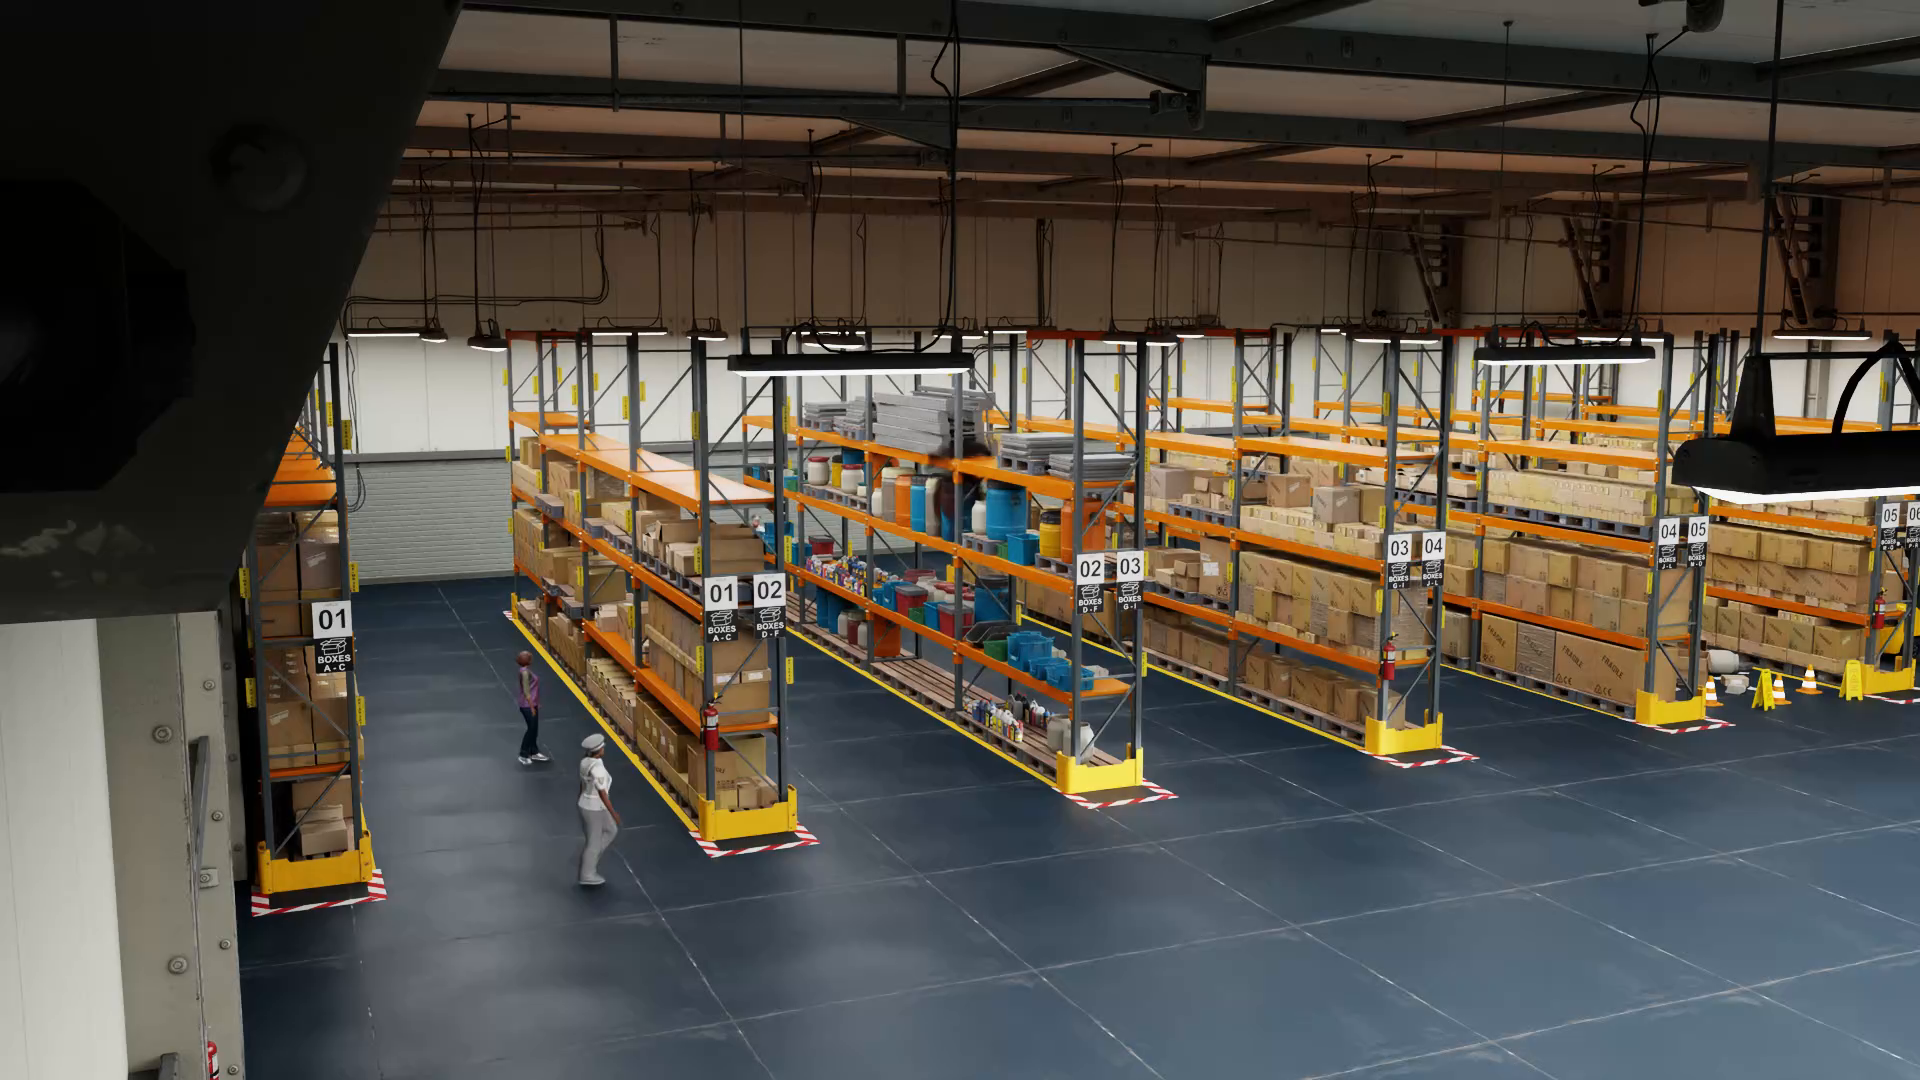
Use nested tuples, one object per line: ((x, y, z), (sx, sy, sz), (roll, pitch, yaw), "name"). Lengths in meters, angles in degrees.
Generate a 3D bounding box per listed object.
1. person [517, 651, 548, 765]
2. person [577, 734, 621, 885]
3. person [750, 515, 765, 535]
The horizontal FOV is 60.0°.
((-6.066, 2.373, 23.570), (0.393, 1.649, 0.526), (0, 8, 0), "person")
((-4.020, 2.989, 18.466), (0.493, 1.694, 0.444), (-2, 8, -12), "person")
((-4.735, 0.285, 38.118), (0.679, 1.767, 0.928), (3, 8, 23), "person")
